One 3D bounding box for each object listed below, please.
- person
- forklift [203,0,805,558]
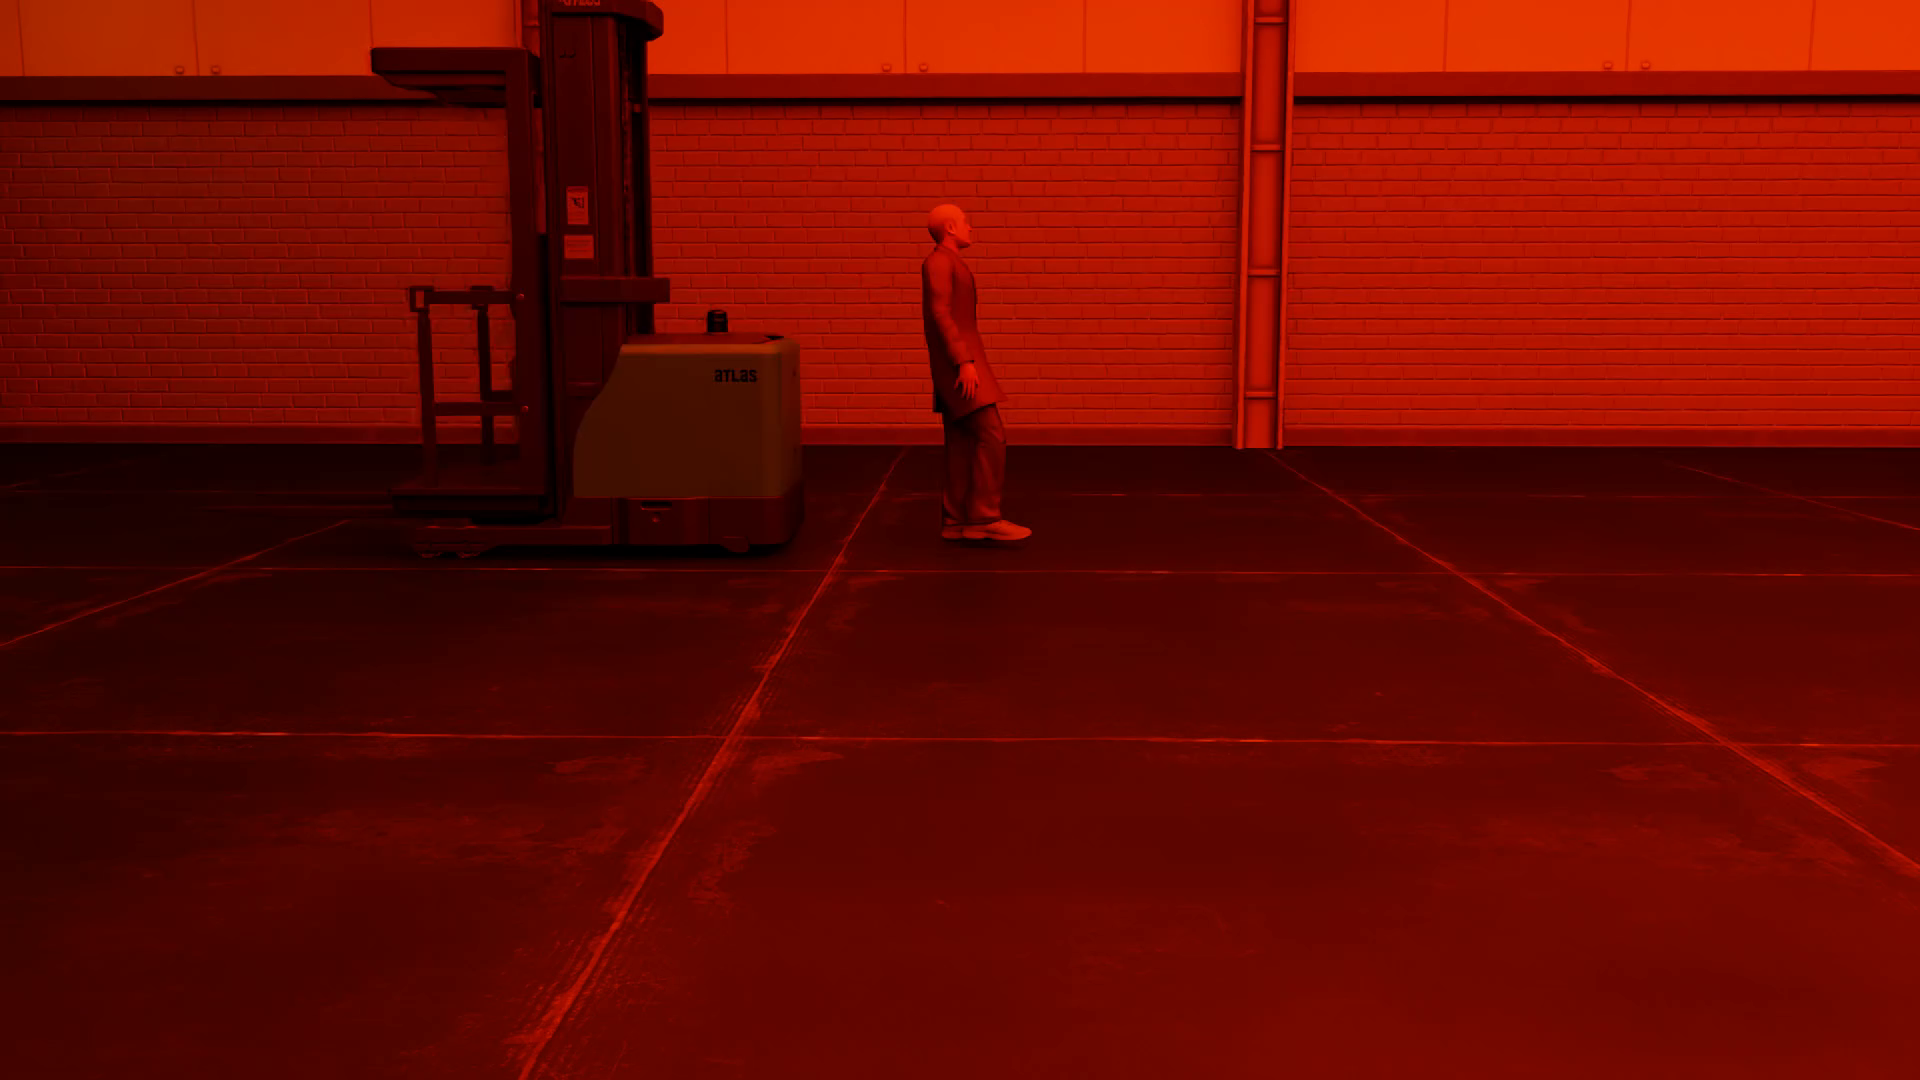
[{"bbox_3d":[0.092,-0.885,8.861,0.580,1.778,0.696,0,9,1],"label":"person"},{"bbox_3d":[-2.389,-1.436,8.694,3.031,2.935,1.130,0,9,1],"label":"forklift"}]
